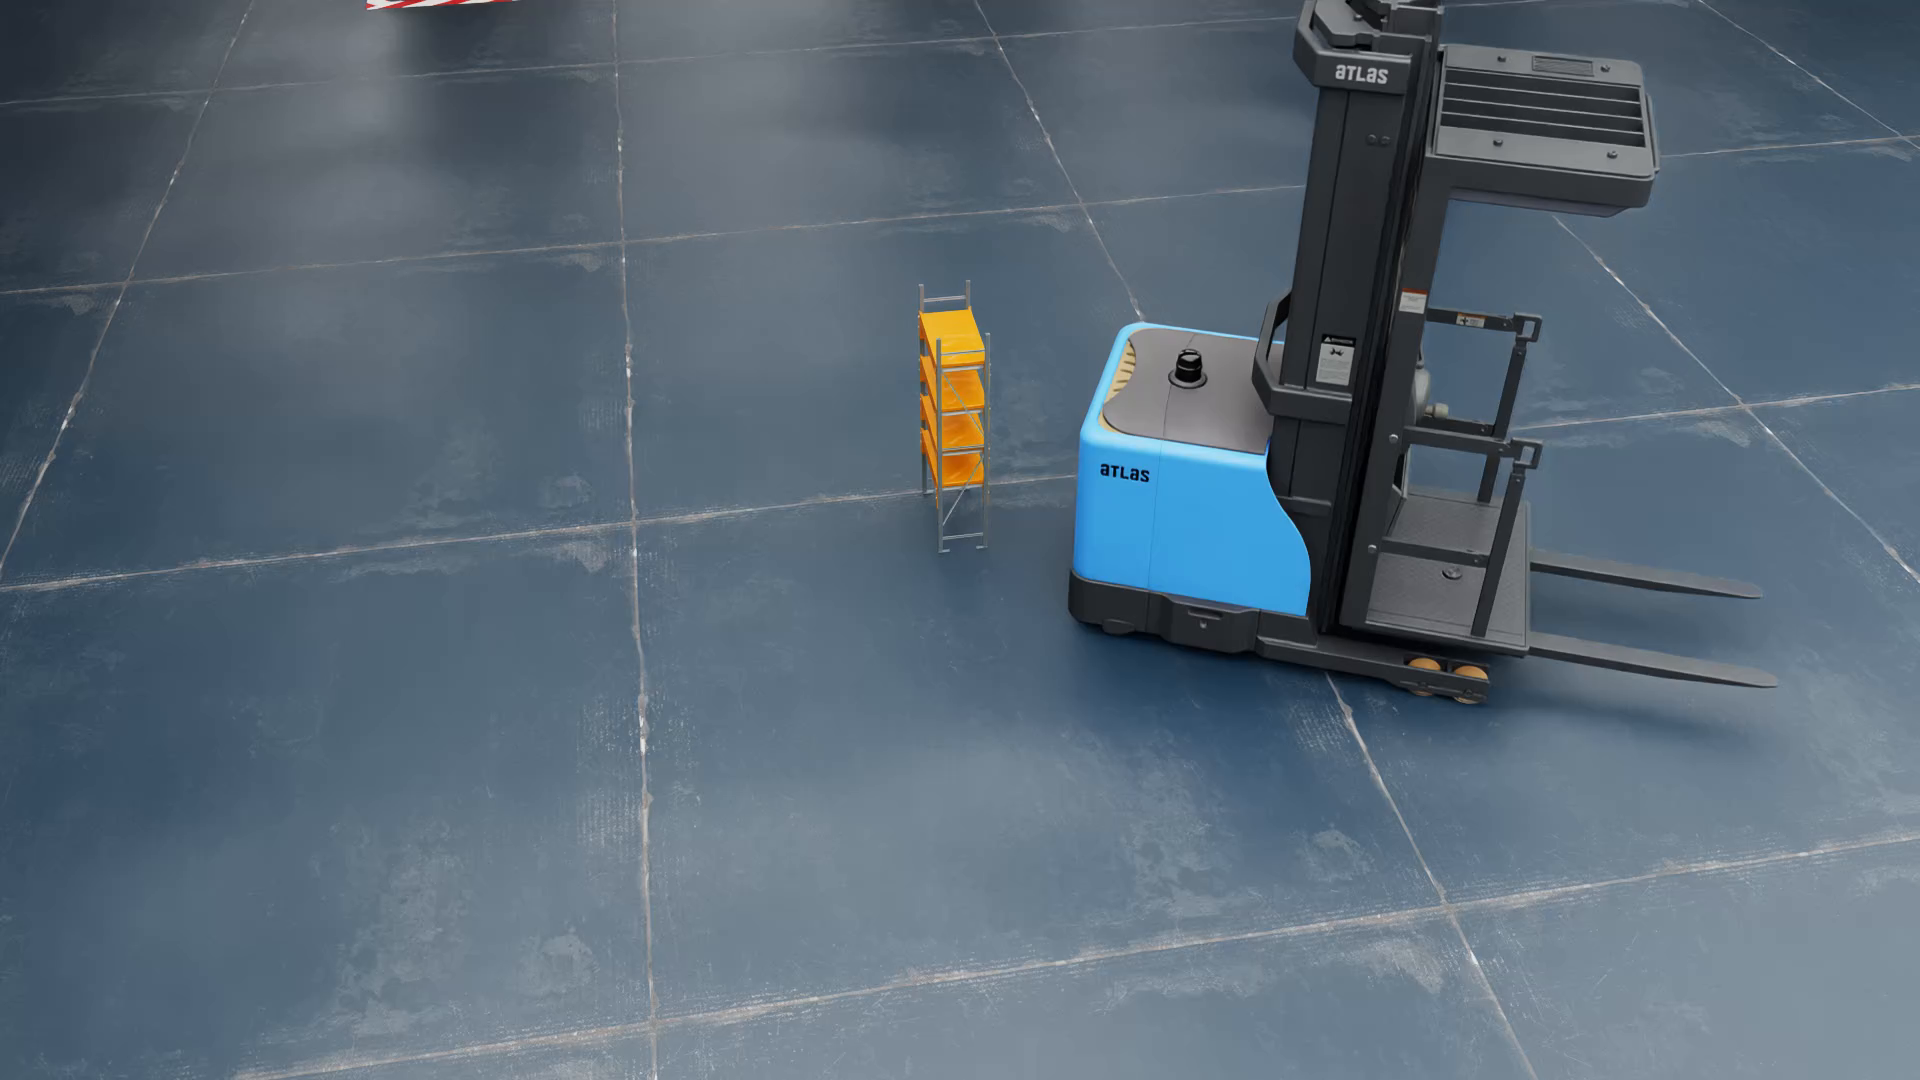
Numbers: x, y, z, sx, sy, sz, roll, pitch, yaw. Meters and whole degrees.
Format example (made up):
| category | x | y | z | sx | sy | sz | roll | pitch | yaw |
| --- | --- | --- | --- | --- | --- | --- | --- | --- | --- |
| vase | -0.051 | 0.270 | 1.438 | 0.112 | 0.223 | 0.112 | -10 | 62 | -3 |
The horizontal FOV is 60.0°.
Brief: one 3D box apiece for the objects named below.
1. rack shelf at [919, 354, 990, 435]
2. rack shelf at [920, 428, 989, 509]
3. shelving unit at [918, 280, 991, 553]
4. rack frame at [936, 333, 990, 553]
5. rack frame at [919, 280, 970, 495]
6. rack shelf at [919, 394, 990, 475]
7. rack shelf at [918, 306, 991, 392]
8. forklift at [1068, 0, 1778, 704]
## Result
| category | x | y | z | sx | sy | sz | roll | pitch | yaw |
| --- | --- | --- | --- | --- | --- | --- | --- | --- | --- |
| rack shelf | -0.029 | -0.697 | 7.815 | 0.258 | 0.148 | 0.480 | -6 | 38 | -8 |
| rack shelf | -0.029 | -0.364 | 8.074 | 0.258 | 0.148 | 0.480 | -6 | 38 | -8 |
| shelving unit | -0.029 | -0.574 | 7.911 | 0.258 | 1.200 | 0.503 | -6 | 38 | -8 |
| rack frame | 0.014 | -0.426 | 7.721 | 0.240 | 1.200 | 0.015 | -6 | 38 | -8 |
| rack frame | -0.072 | -0.721 | 8.100 | 0.240 | 1.200 | 0.015 | -6 | 38 | -8 |
| rack shelf | -0.029 | -0.521 | 7.952 | 0.258 | 0.148 | 0.480 | -6 | 38 | -8 |
| rack shelf | -0.029 | -0.884 | 7.669 | 0.258 | 0.148 | 0.480 | -6 | 38 | -8 |
| forklift | 2.071 | -0.809 | 6.802 | 3.031 | 2.935 | 1.130 | 10 | 39 | 12 |
